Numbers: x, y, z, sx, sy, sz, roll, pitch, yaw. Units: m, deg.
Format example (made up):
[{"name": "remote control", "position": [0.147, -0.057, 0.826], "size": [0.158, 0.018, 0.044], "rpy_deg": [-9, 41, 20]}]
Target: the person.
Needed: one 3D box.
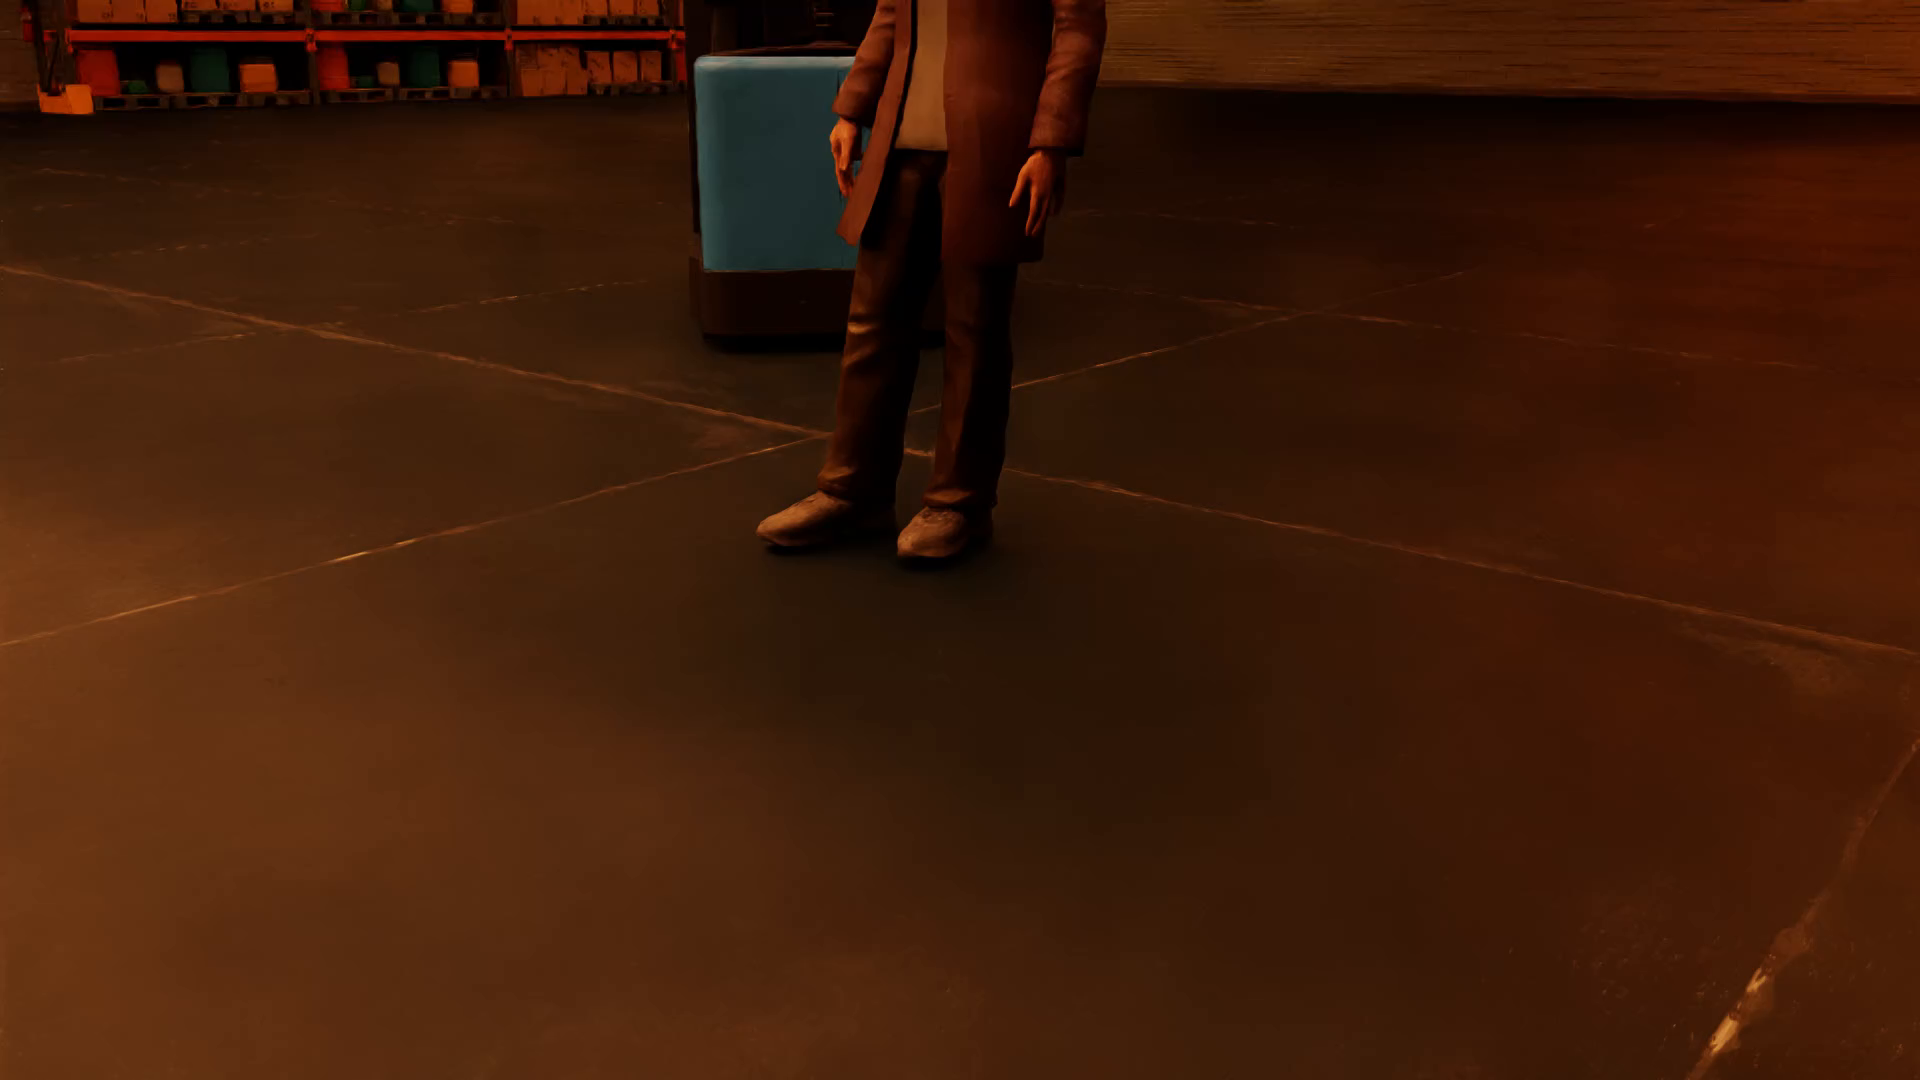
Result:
[{"name": "person", "position": [-0.062, -0.745, 3.645], "size": [0.694, 1.582, 0.580], "rpy_deg": [13, 21, 37]}]

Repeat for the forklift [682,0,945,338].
[{"name": "forklift", "position": [-0.677, -2.550, 7.296], "size": [1.130, 2.935, 3.031], "rpy_deg": [-3, 17, -9]}]
